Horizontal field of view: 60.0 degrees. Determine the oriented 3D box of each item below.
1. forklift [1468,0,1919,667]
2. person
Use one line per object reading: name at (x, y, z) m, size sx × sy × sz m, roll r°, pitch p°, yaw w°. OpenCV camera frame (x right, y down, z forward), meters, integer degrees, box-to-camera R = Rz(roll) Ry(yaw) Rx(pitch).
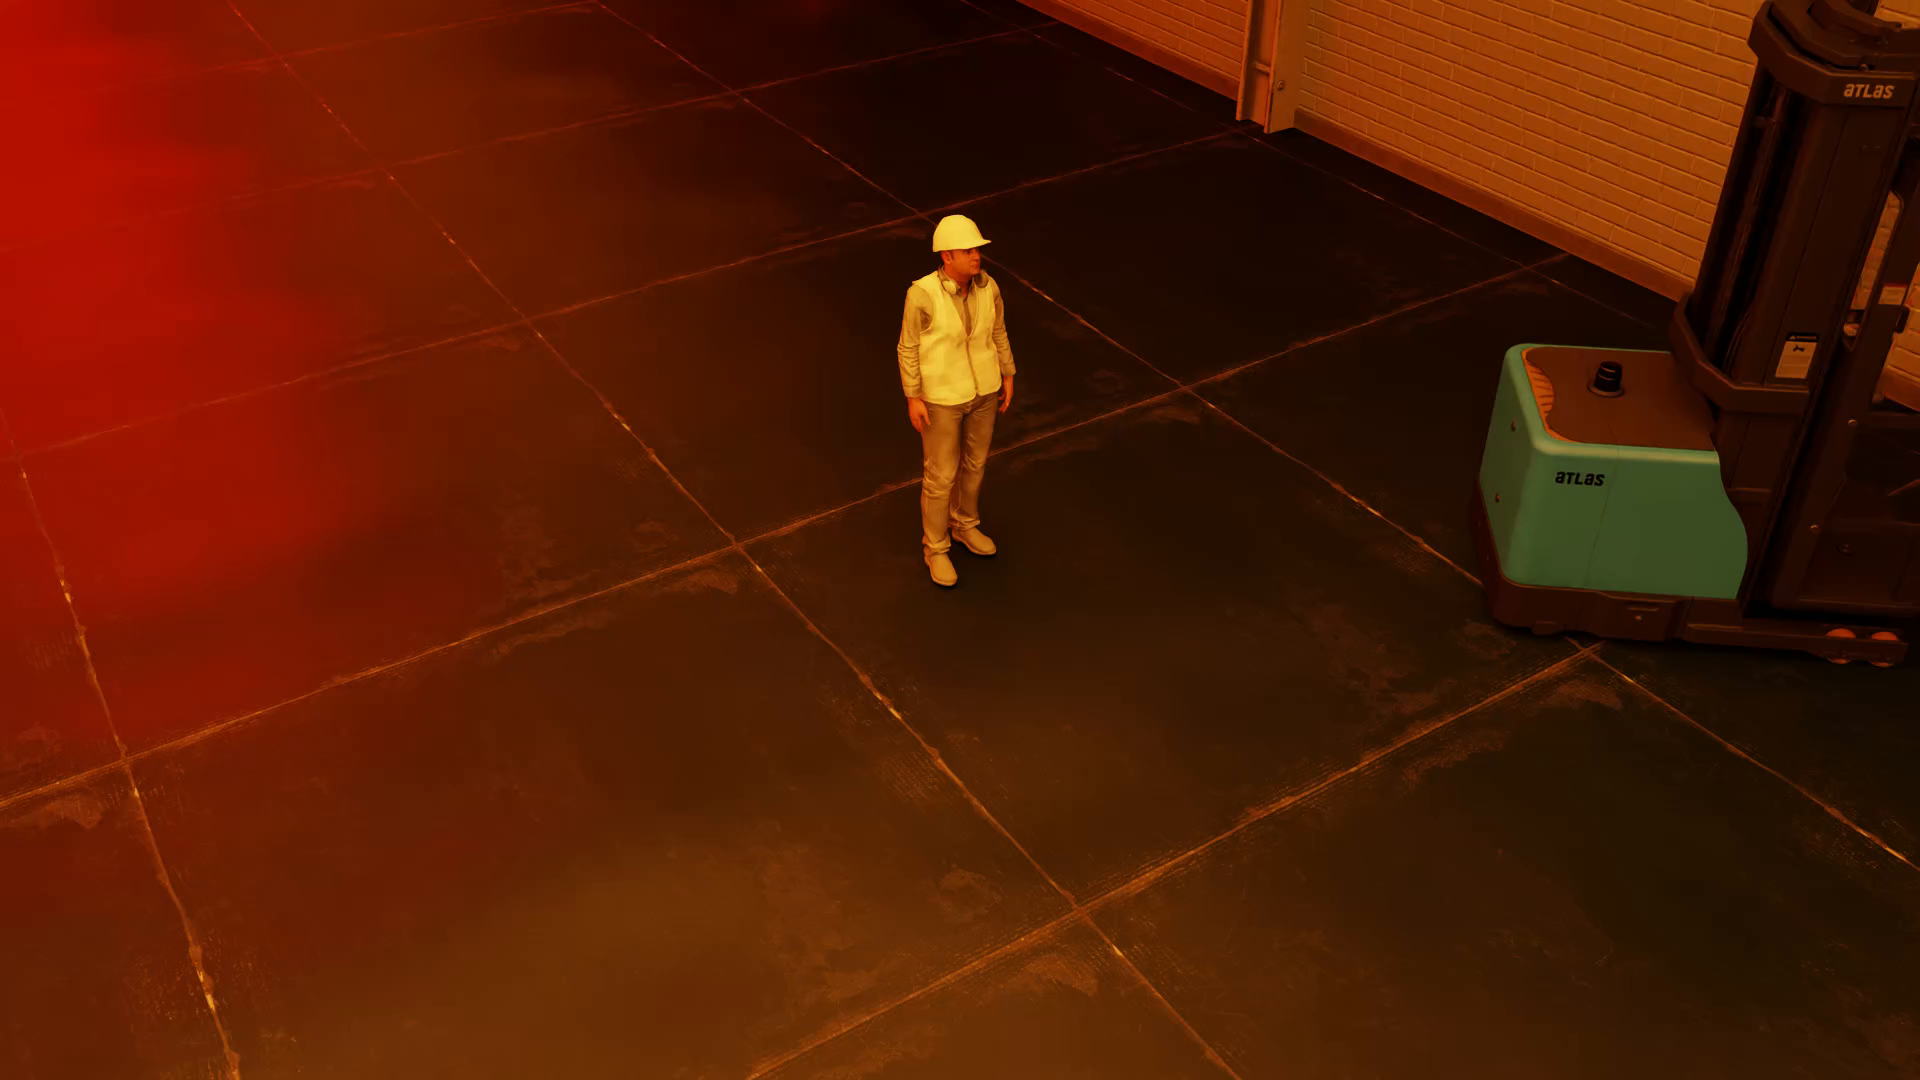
forklift at (4.130, -0.926, 7.466) m, size 3.031 × 2.935 × 1.130 m, roll 4°, pitch 35°, yaw 6°
person at (0.028, -0.699, 8.137) m, size 0.633 × 1.775 × 0.566 m, roll -21°, pitch 40°, yaw -27°
